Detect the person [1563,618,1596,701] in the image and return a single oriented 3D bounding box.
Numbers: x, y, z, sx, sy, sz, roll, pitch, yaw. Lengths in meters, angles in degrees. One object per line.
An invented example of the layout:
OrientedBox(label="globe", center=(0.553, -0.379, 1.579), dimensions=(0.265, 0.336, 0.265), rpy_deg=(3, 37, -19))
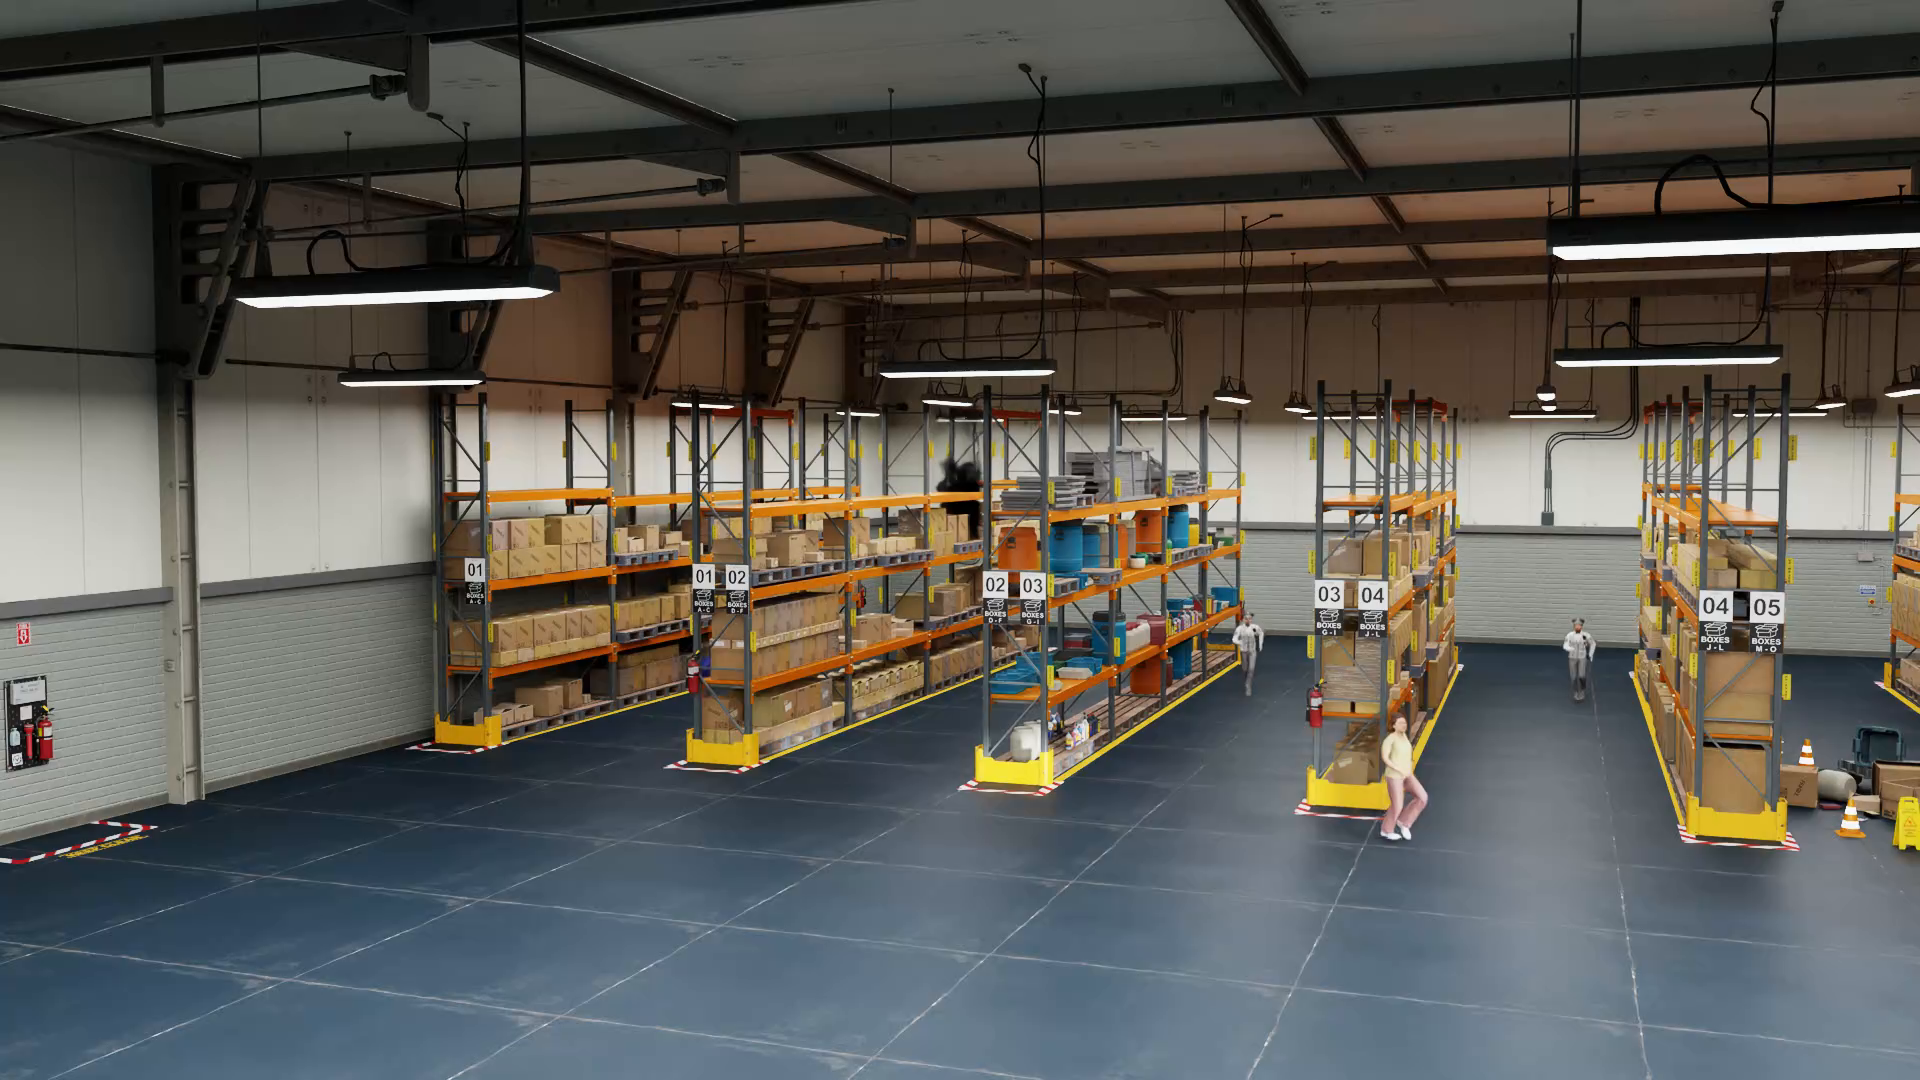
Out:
OrientedBox(label="person", center=(12.358, 2.385, 33.217), dimensions=(0.587, 1.661, 0.631), rpy_deg=(2, 3, 27))

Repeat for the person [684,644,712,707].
OrientedBox(label="person", center=(-4.531, 2.637, 28.941), dimensions=(0.566, 1.677, 0.867), rpy_deg=(1, 3, 10))

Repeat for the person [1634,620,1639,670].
OrientedBox(label="person", center=(15.837, 2.089, 37.874), dimensions=(0.948, 1.775, 0.655), rpy_deg=(0, 3, -5))

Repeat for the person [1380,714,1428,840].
OrientedBox(label="person", center=(5.653, 3.041, 21.309), dimensions=(0.597, 1.629, 0.616), rpy_deg=(-2, 4, -39))

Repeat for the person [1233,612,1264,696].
OrientedBox(label="person", center=(5.979, 2.342, 34.481), dimensions=(0.647, 1.738, 0.895), rpy_deg=(0, 3, 8))
